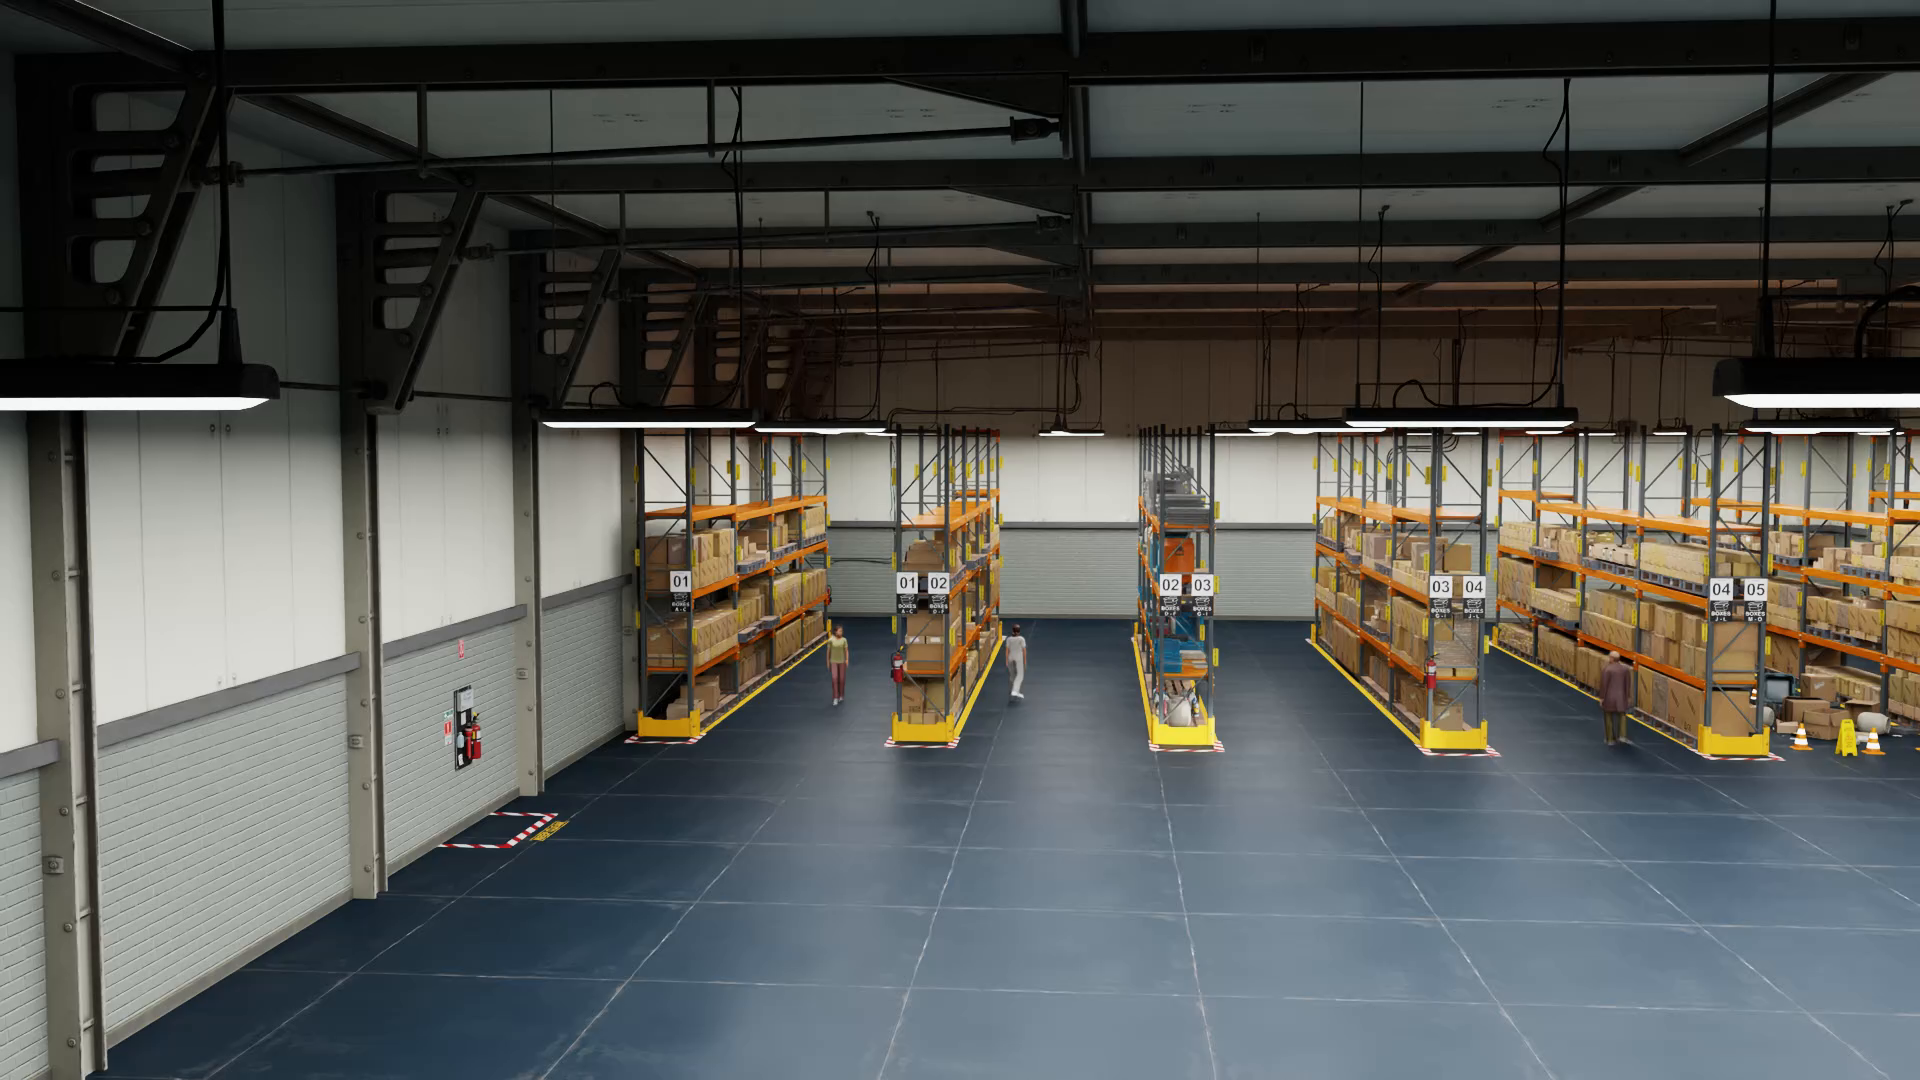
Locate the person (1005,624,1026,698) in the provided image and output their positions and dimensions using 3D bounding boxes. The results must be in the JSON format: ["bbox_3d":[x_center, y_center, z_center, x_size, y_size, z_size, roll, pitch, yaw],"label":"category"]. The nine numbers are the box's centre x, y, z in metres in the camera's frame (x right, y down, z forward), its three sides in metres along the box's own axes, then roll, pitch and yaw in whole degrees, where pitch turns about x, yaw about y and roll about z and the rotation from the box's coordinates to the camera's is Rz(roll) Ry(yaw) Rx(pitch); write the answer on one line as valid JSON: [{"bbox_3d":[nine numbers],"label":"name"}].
[{"bbox_3d":[1.240,2.669,36.564,0.505,1.646,0.918,1,4,21],"label":"person"}]

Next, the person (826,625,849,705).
[{"bbox_3d":[-2.617,2.704,36.060,0.466,1.687,0.690,-1,4,-17],"label":"person"}]

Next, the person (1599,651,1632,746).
[{"bbox_3d":[12.202,2.952,30.978,0.592,1.776,0.605,0,3,6],"label":"person"}]
